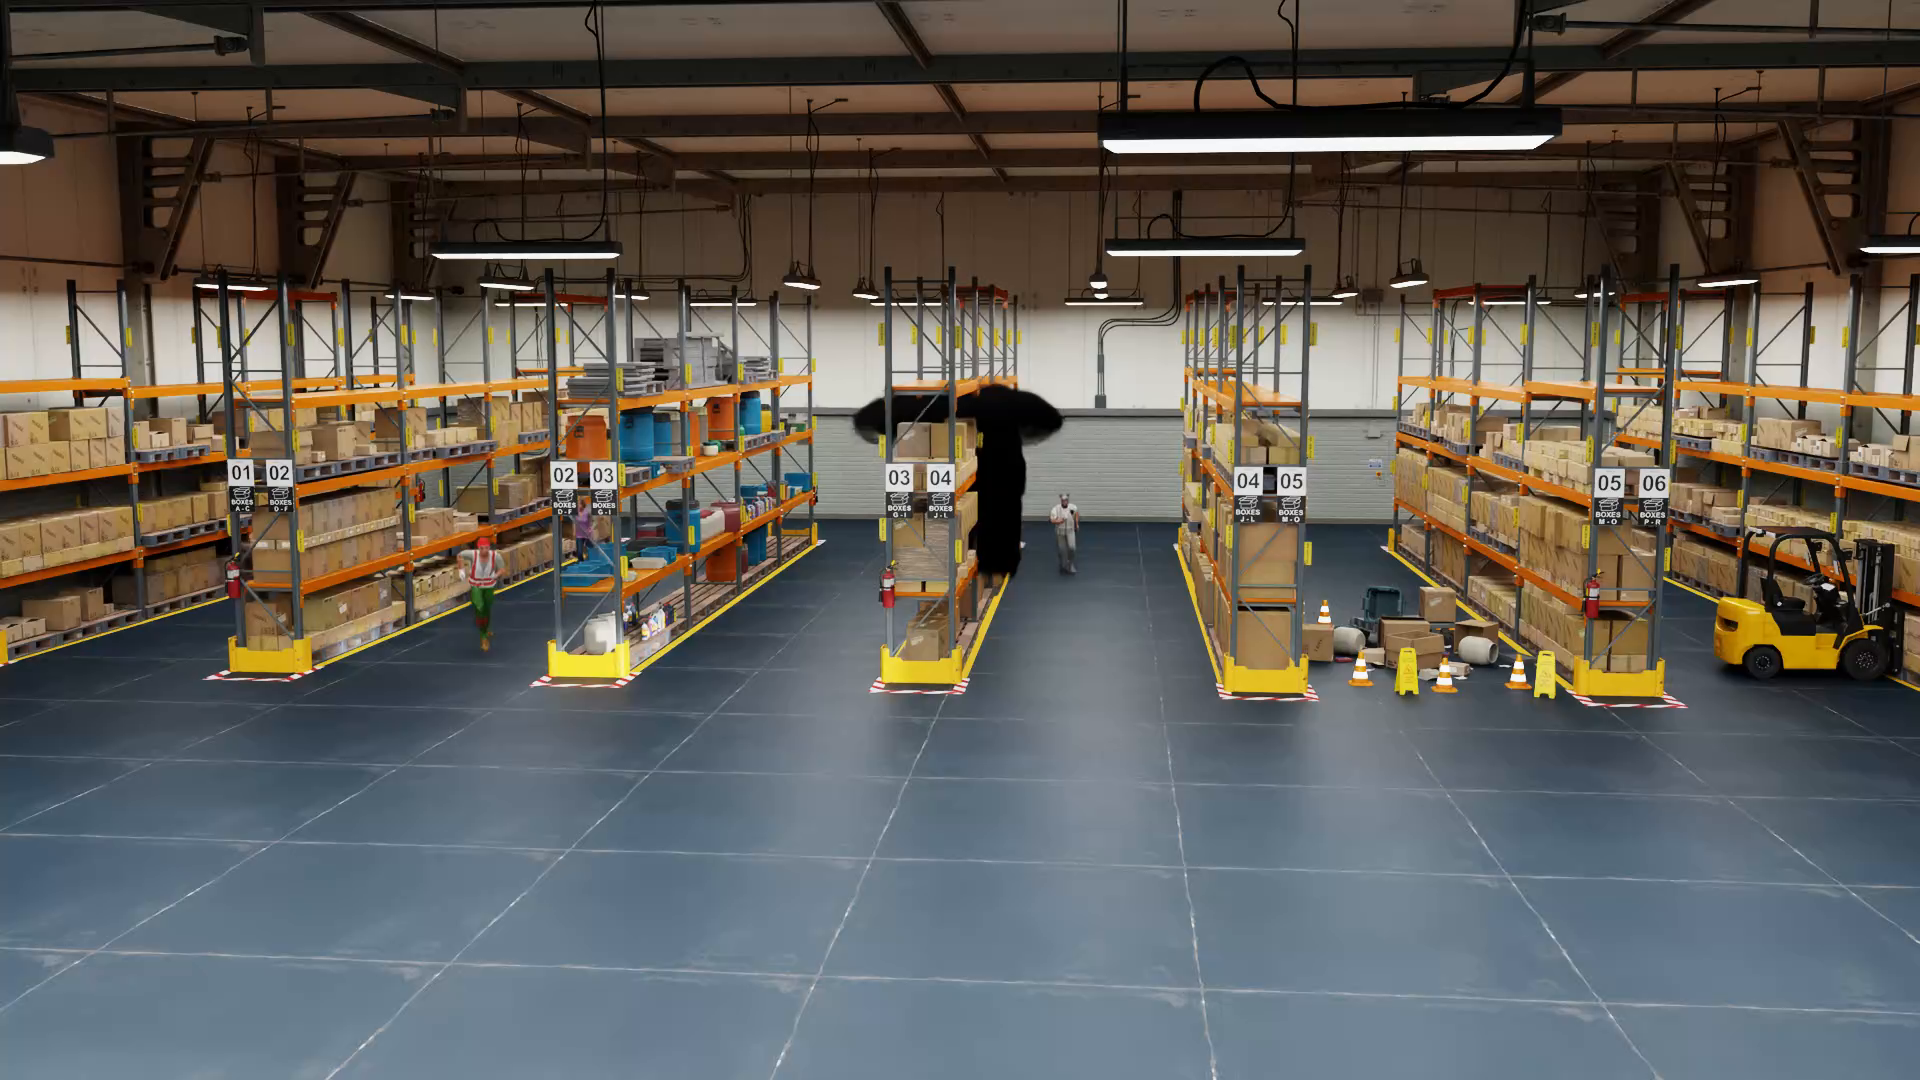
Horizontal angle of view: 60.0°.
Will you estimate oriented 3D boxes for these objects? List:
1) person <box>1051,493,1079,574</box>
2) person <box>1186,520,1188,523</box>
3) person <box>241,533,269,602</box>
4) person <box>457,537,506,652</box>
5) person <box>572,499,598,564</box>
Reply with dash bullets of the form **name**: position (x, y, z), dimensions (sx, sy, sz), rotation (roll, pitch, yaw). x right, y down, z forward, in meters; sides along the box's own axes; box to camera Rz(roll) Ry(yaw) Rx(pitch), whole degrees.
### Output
- **person**: position (2.237, -0.161, 35.534), dimensions (0.605, 1.730, 0.977), rotation (0, 7, 2)
- **person**: position (5.851, -0.709, 40.460), dimensions (0.873, 1.685, 0.630), rotation (-1, 7, -11)
- **person**: position (-12.147, 0.699, 28.775), dimensions (0.759, 1.746, 1.055), rotation (-1, 7, -11)
- **person**: position (-7.466, 0.805, 25.987), dimensions (0.714, 1.781, 1.001), rotation (-2, 7, -18)
- **person**: position (-7.396, -0.033, 32.805), dimensions (0.541, 1.599, 0.680), rotation (1, 7, 8)
